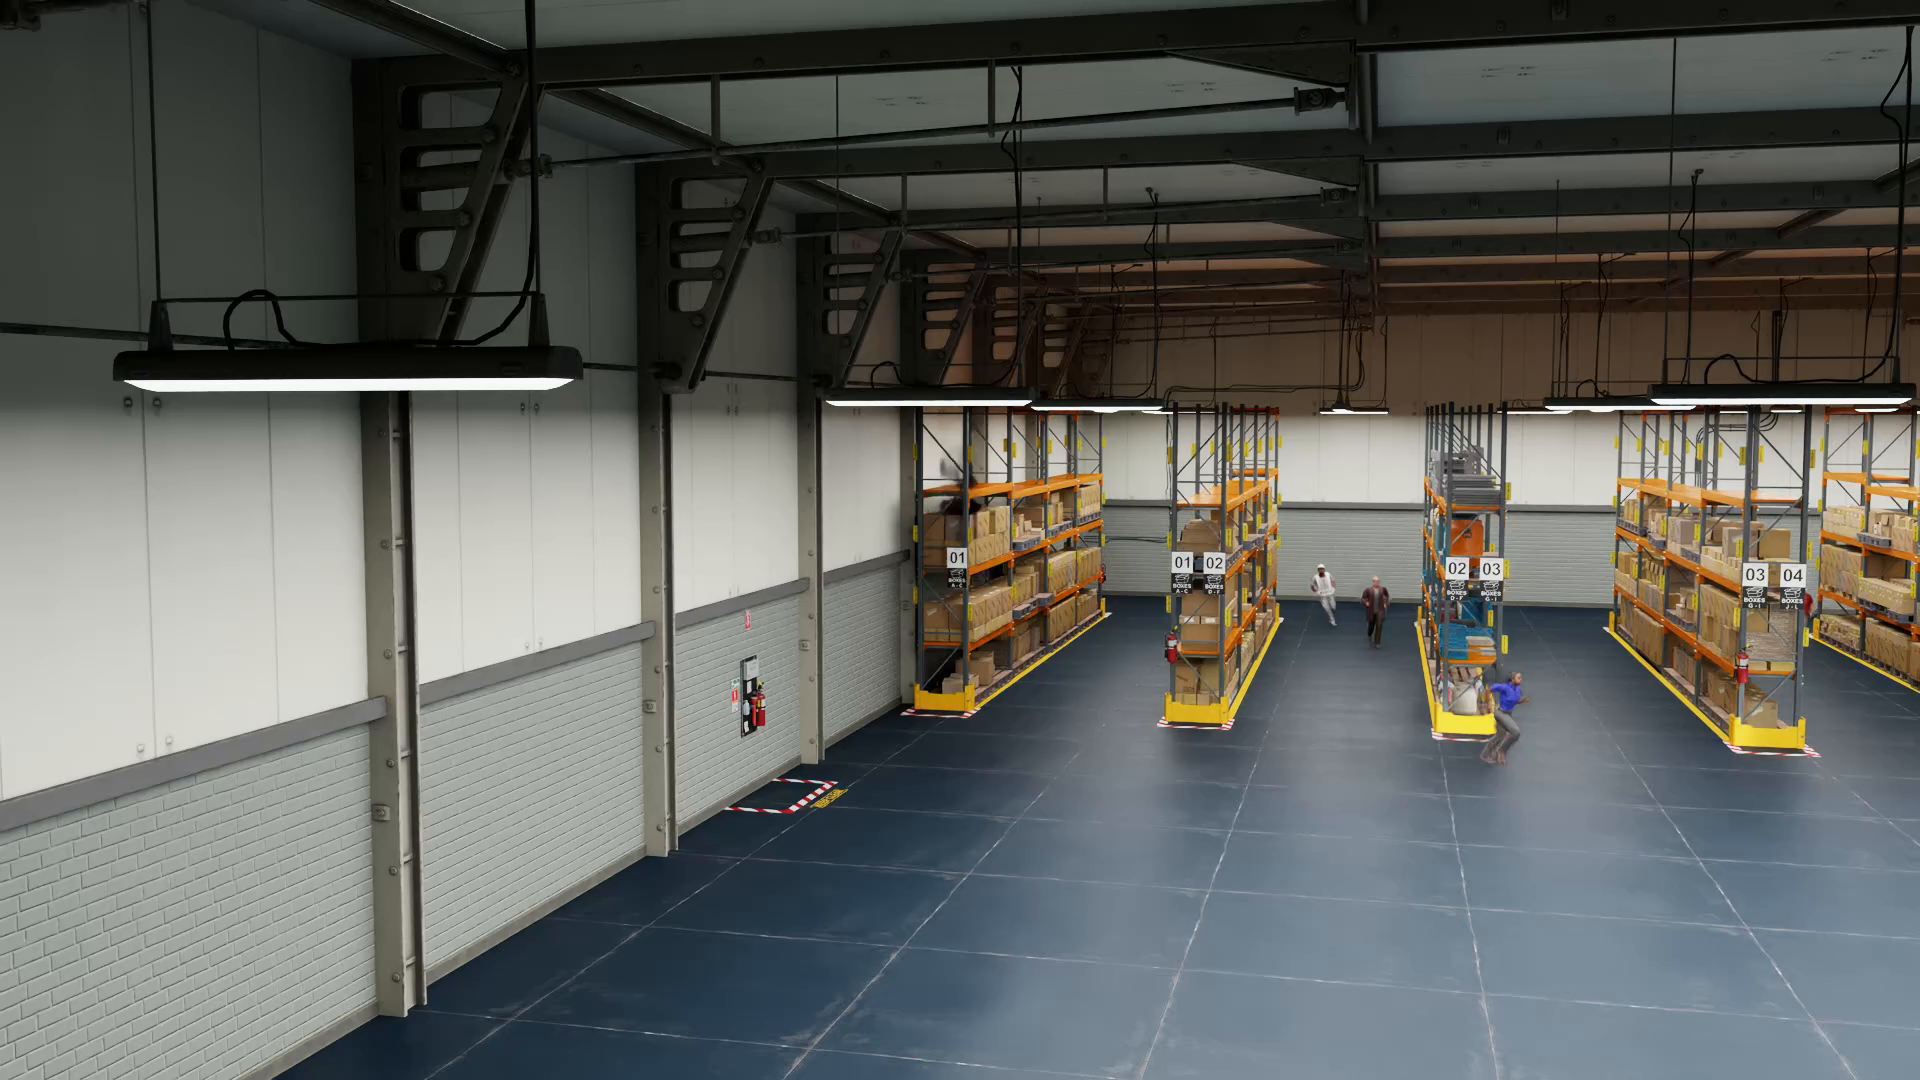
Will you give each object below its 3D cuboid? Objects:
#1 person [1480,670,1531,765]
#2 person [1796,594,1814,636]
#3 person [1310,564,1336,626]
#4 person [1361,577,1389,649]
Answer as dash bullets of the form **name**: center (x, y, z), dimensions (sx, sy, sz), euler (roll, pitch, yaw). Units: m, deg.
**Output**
- **person**: center (8.915, 2.901, 27.204), dimensions (0.842, 1.575, 0.564), euler (4, 6, 45)
- **person**: center (20.223, 1.922, 40.108), dimensions (0.686, 1.723, 0.932), euler (1, 4, 14)
- **person**: center (10.011, 1.501, 45.788), dimensions (0.731, 1.690, 0.621), euler (0, 4, 1)
- **person**: center (10.342, 1.782, 41.419), dimensions (0.695, 1.763, 0.991), euler (1, 4, 8)
